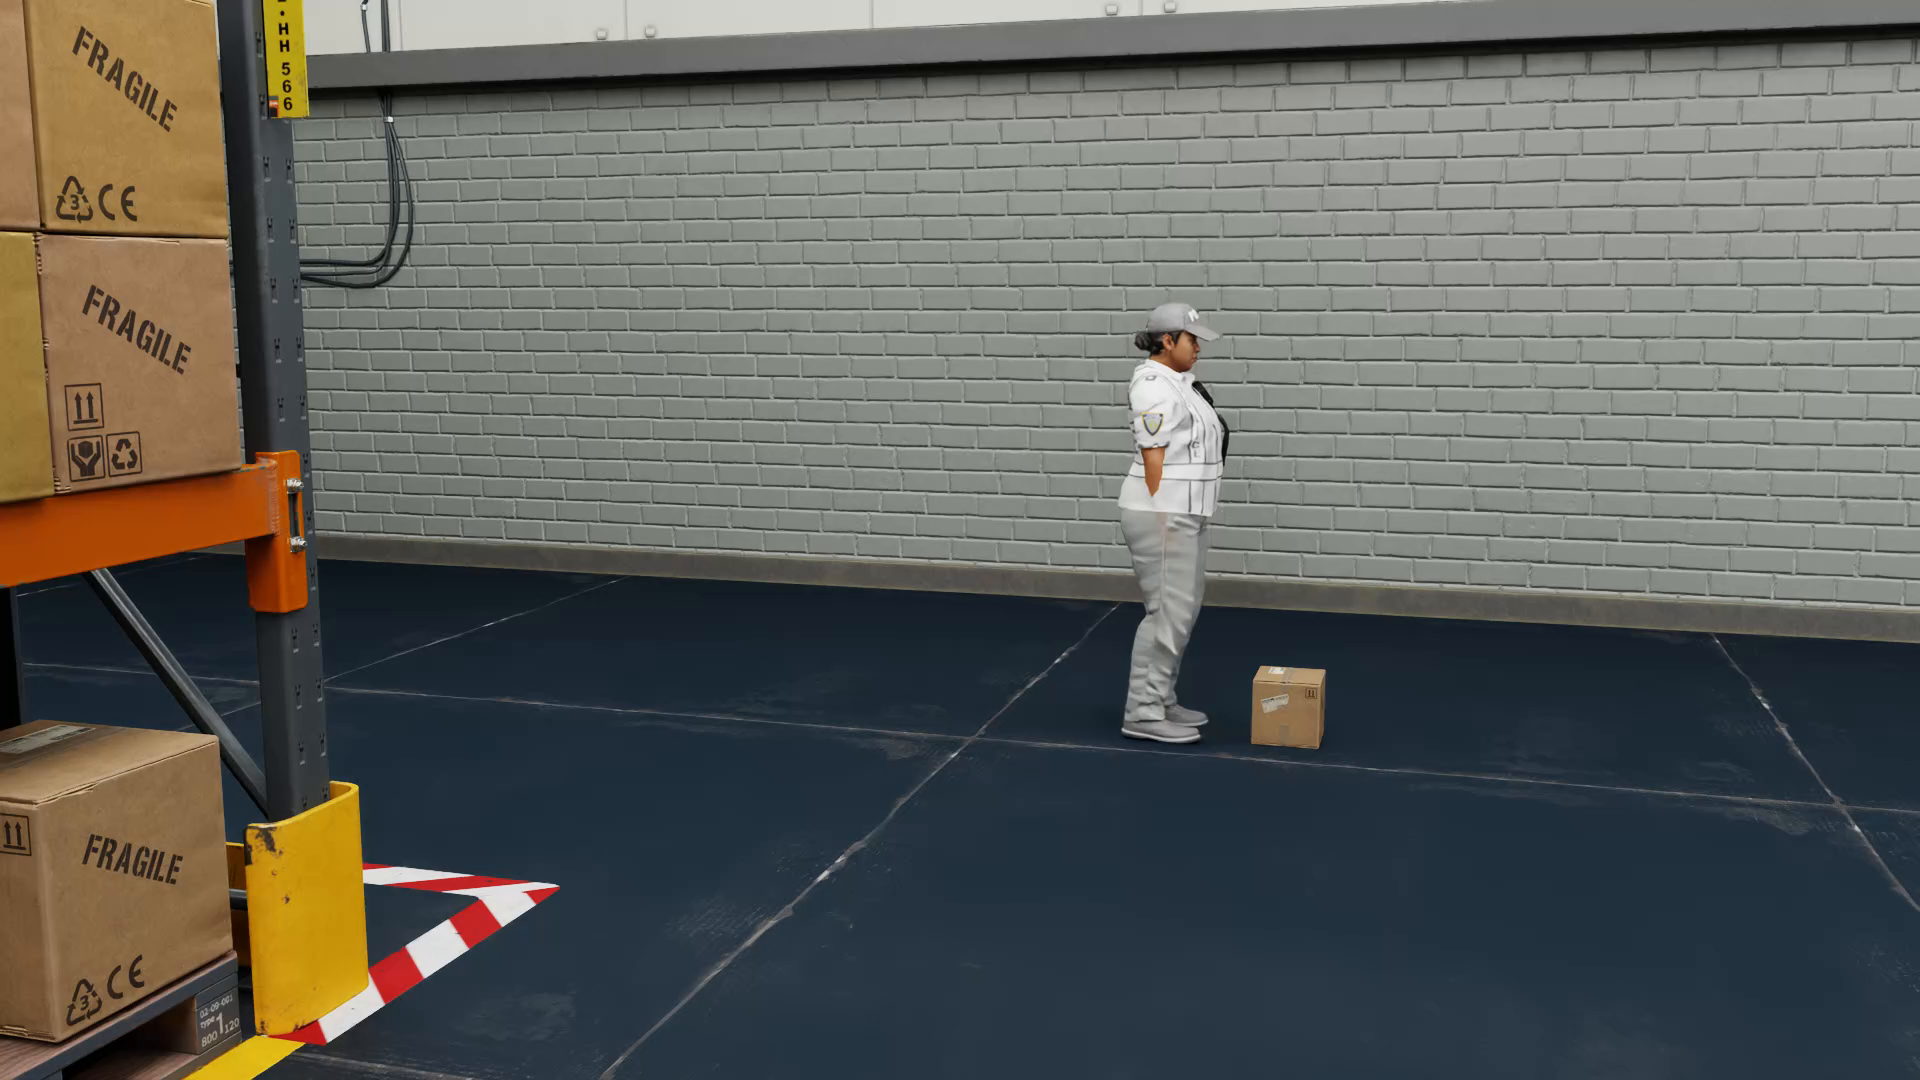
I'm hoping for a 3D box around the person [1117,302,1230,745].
[{"bbox_3d":[0.812,-0.075,6.384,0.390,1.663,0.469,3,9,17],"label":"person"}]
